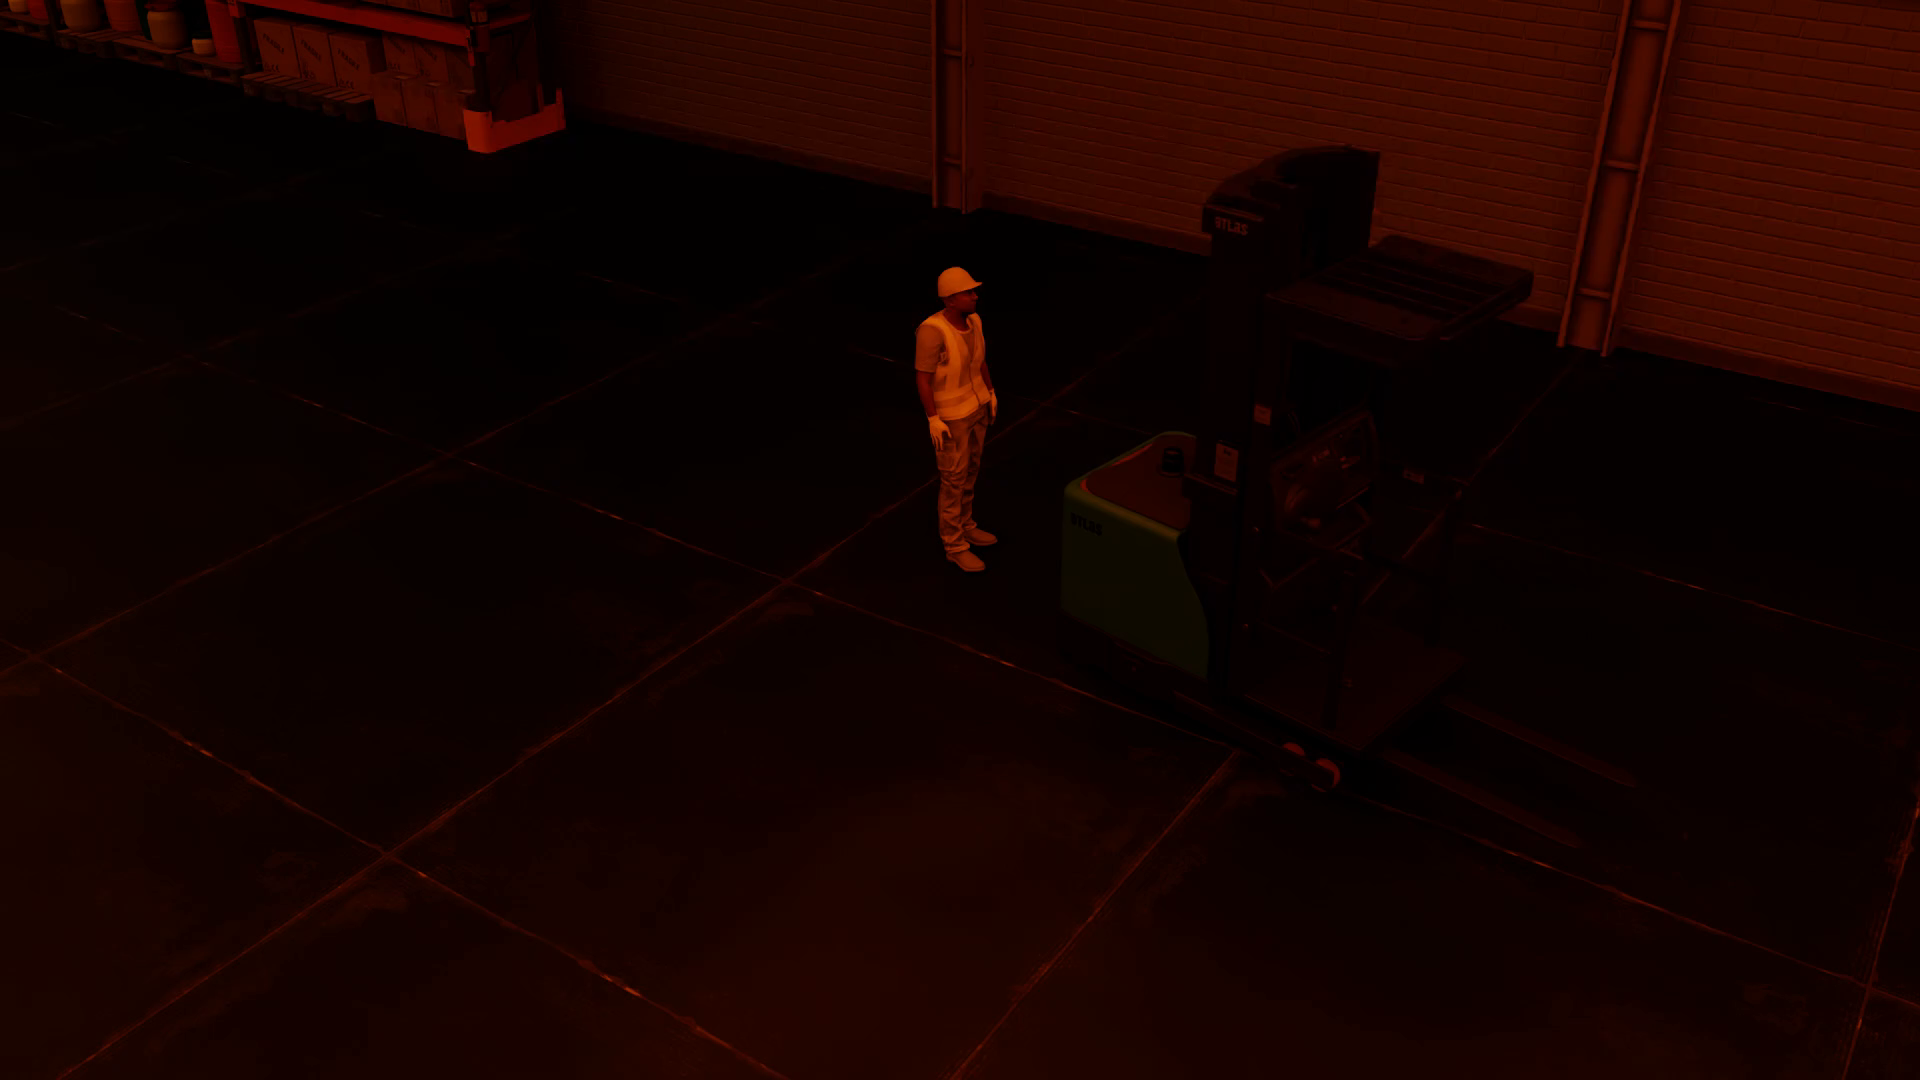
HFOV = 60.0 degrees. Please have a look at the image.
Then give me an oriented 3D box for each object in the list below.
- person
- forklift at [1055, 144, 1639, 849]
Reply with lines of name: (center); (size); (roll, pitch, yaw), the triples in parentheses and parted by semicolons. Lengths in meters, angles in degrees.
person: (0.054, -0.754, 10.008); (0.577, 1.782, 0.656); (19, 35, 29)
forklift: (1.956, -0.302, 8.102); (3.031, 2.935, 1.130); (25, 39, 36)
